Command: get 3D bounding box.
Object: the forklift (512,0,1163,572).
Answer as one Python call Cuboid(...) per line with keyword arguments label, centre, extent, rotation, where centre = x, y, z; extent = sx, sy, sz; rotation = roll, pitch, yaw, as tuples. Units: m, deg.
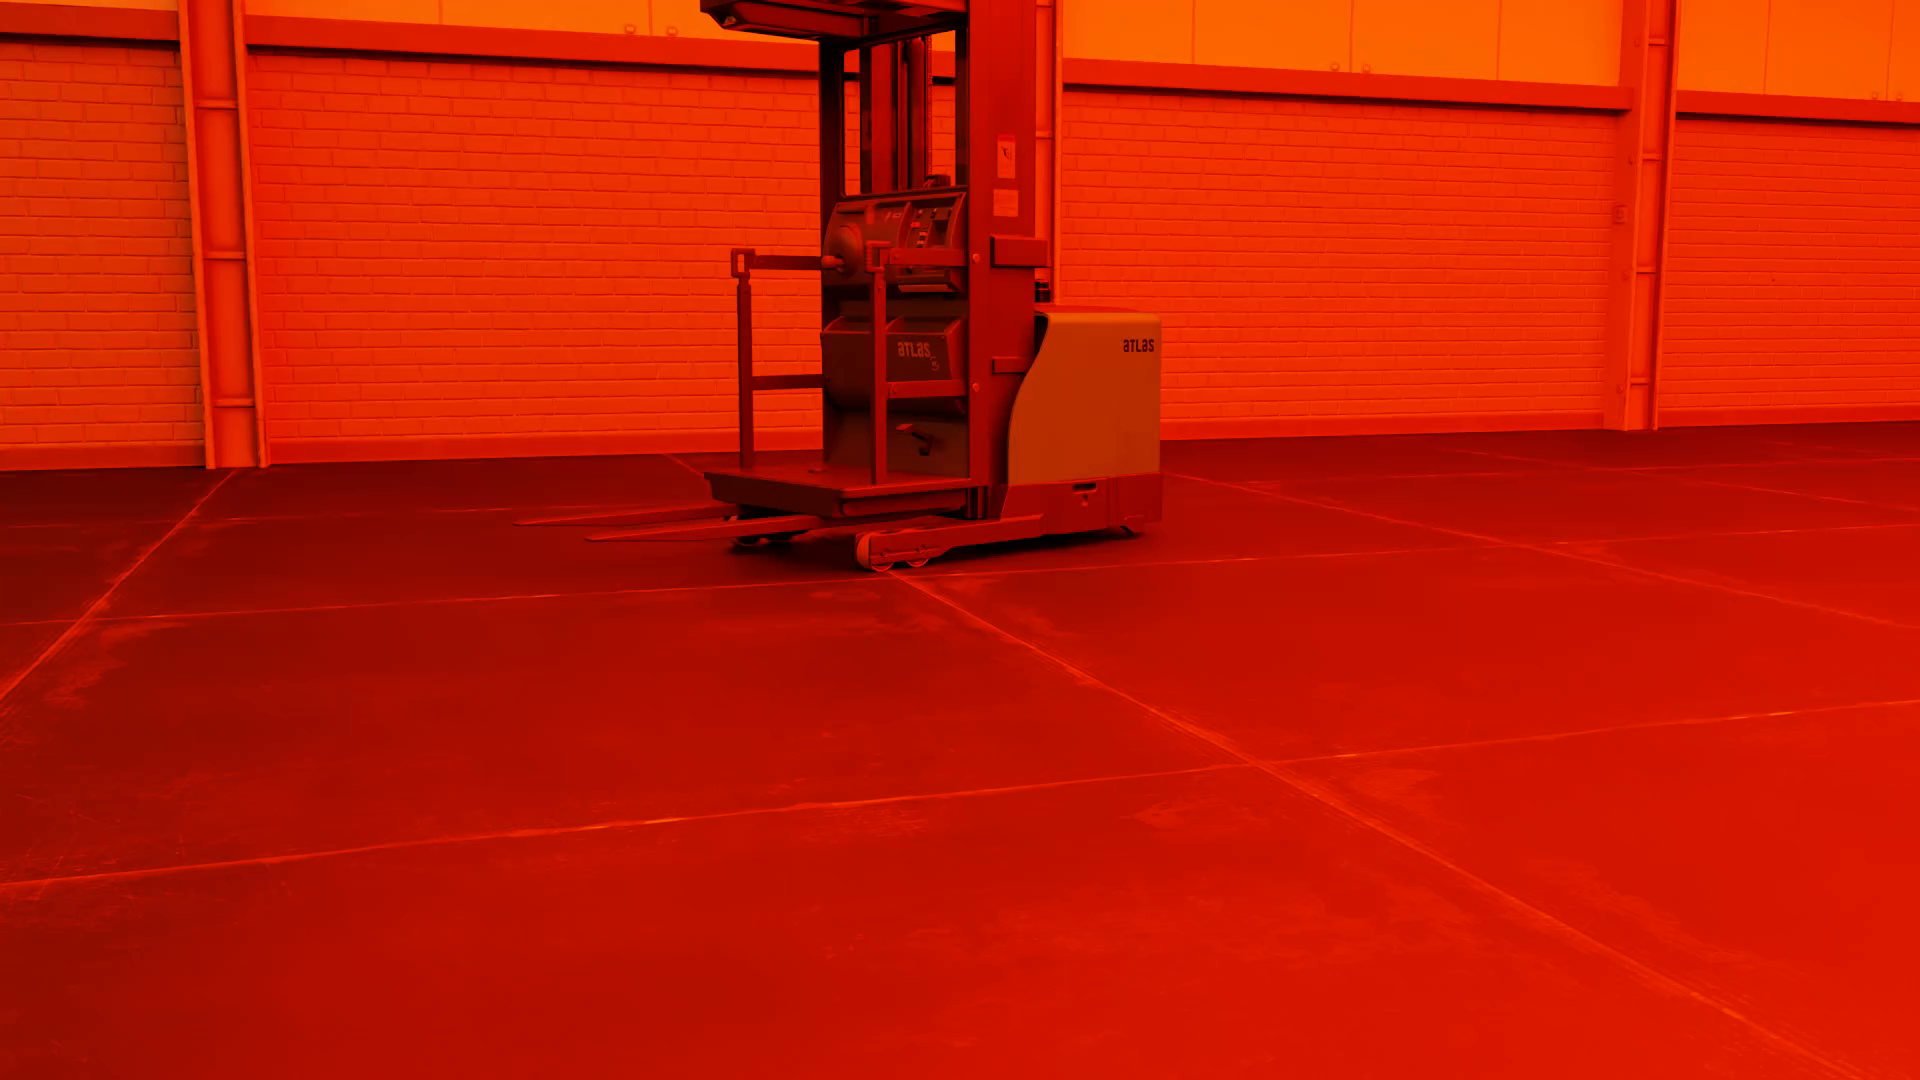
Cuboid(label="forklift", centre=(-0.461, -1.399, 7.333), extent=(3.031, 2.935, 1.130), rotation=(-7, 10, -40))
